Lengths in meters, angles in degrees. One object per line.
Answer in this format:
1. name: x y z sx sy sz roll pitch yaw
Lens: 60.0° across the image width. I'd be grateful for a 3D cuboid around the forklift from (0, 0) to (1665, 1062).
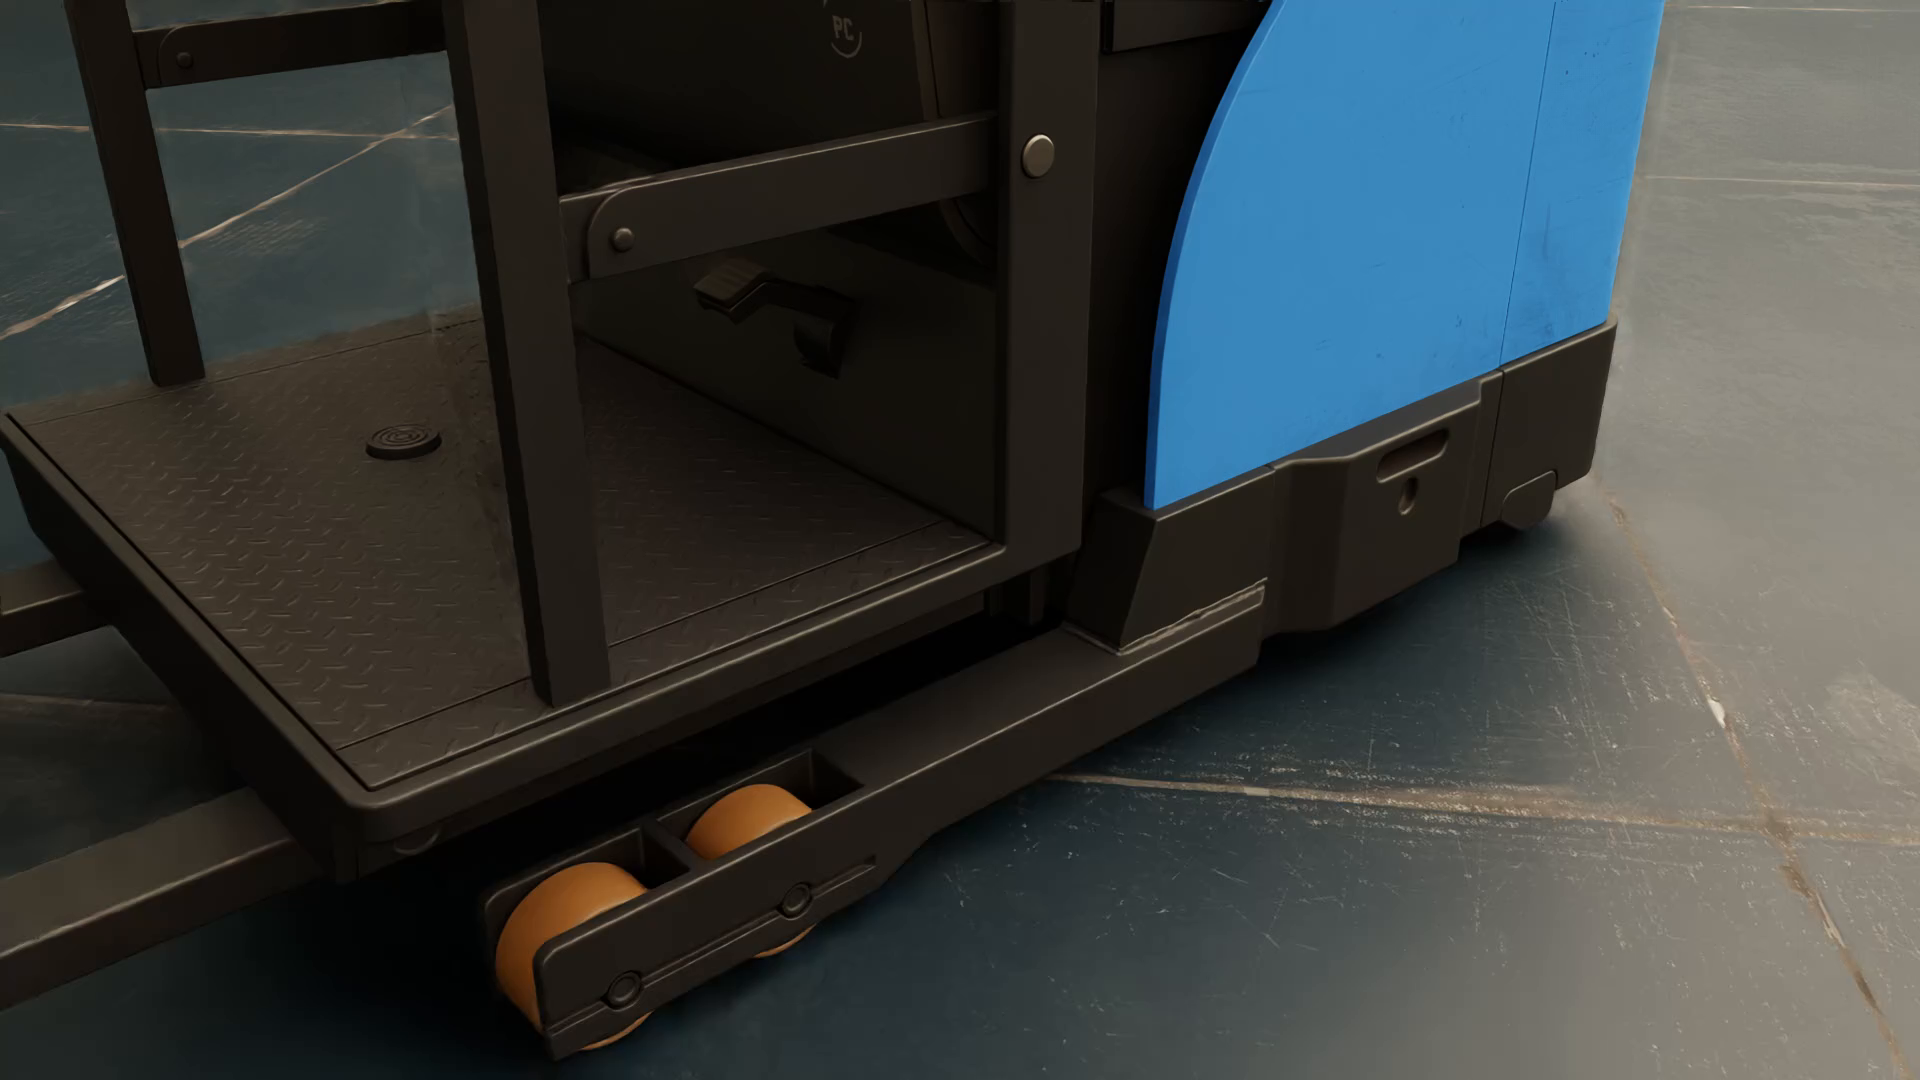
1. forklift: -0.461 -1.103 1.428 3.031 2.935 1.130 -21 34 -36
